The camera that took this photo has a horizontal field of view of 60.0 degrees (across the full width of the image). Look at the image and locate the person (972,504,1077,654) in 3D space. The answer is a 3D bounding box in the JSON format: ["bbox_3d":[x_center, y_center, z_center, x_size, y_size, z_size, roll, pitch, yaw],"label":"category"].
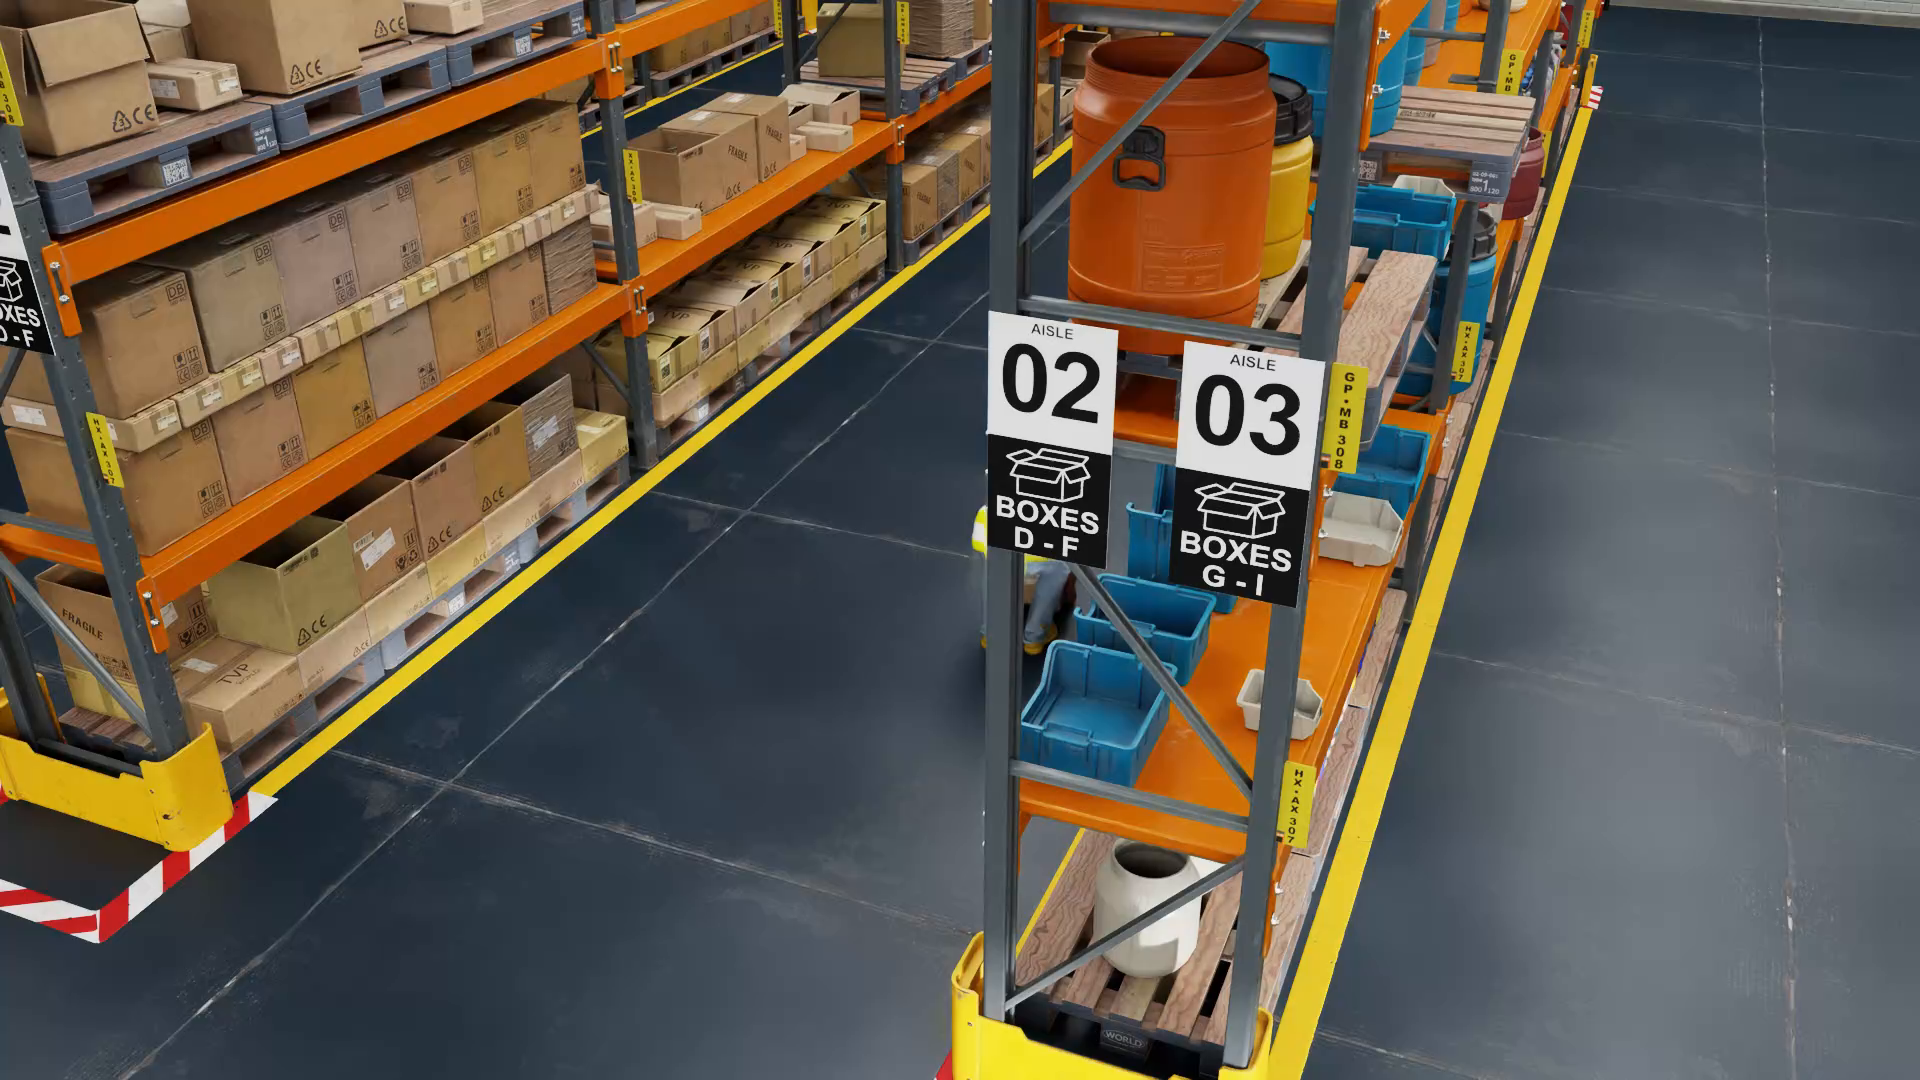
[{"bbox_3d":[0.369,0.077,9.091,0.501,0.925,0.975,10,31,17],"label":"person"}]
